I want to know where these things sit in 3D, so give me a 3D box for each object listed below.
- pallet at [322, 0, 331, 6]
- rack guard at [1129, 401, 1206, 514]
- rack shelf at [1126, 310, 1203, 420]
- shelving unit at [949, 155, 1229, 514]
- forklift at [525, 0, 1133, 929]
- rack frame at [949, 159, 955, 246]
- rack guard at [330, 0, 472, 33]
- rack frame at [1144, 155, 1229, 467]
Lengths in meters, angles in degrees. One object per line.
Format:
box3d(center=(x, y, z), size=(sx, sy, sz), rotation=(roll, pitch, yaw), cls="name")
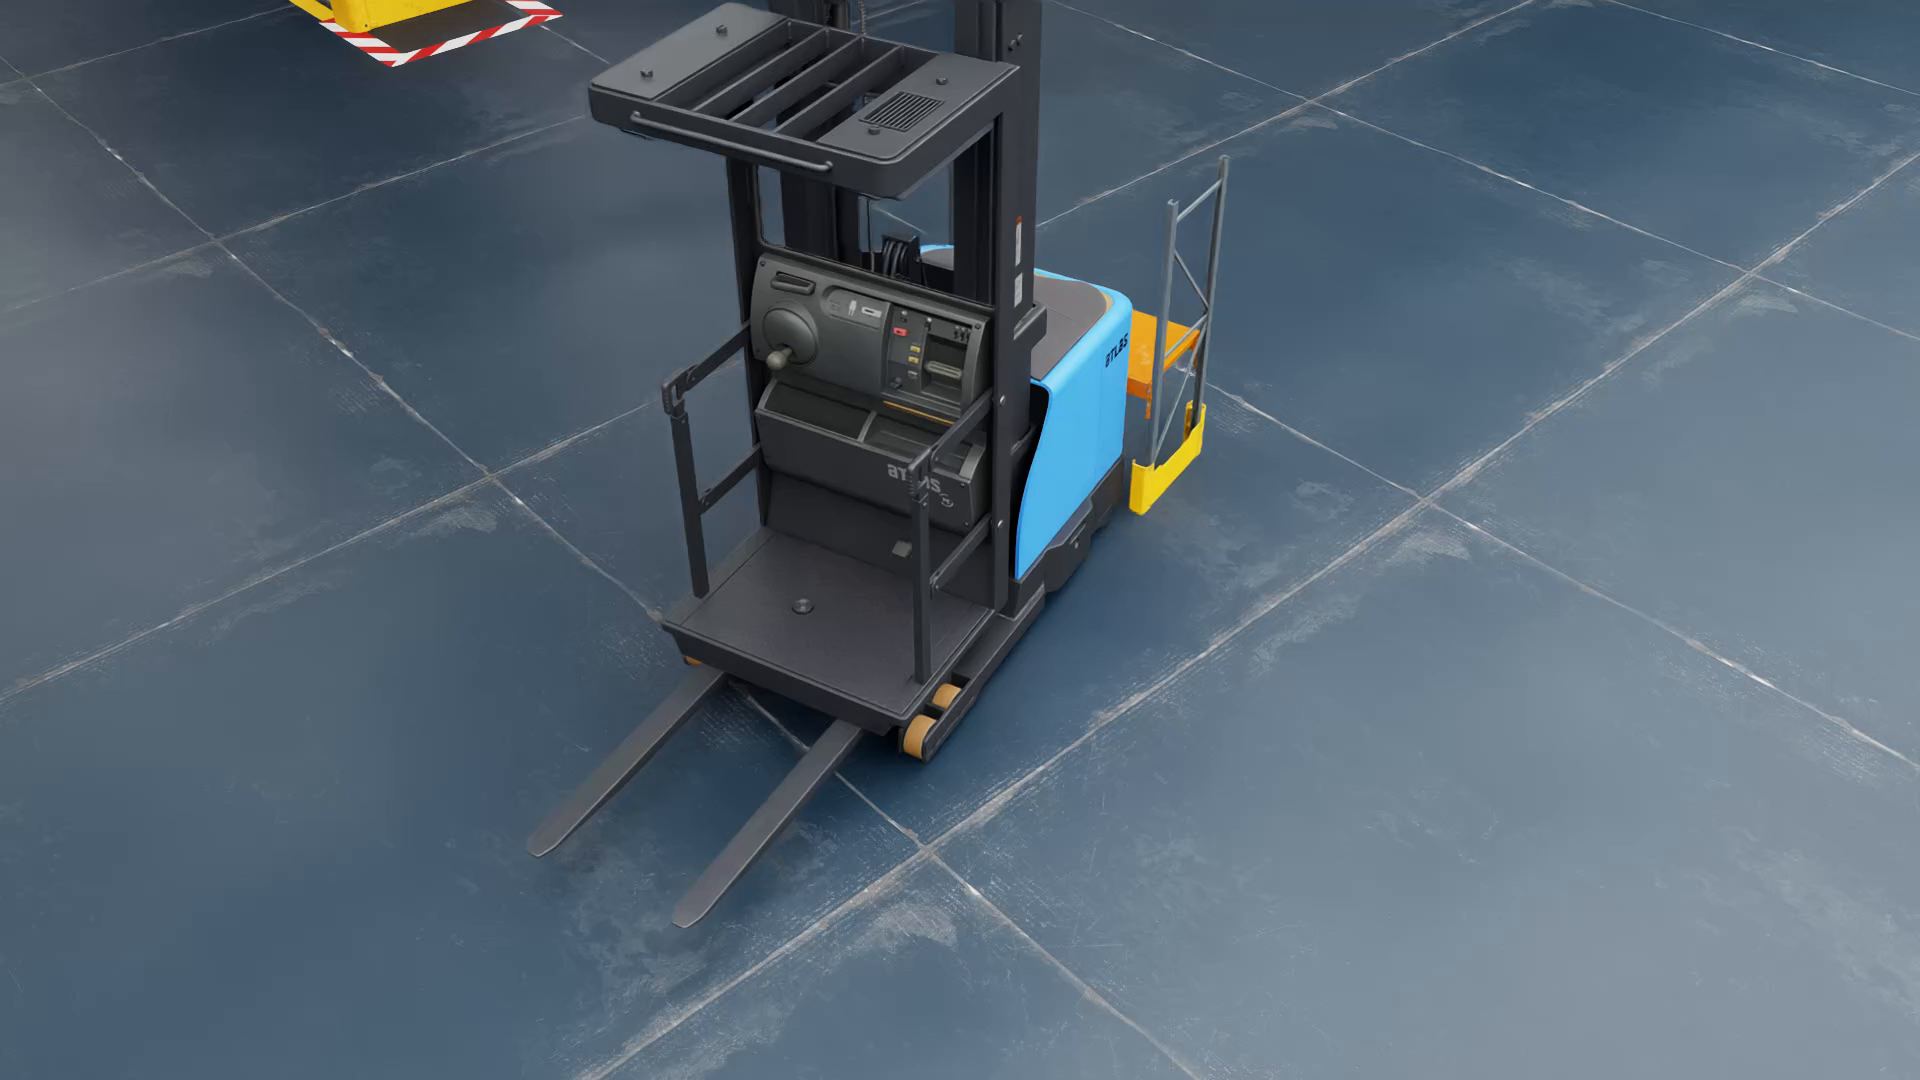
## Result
box3d(center=(-4.441, -4.333, 12.447), size=(1.003, 0.211, 1.213), rotation=(-30, 48, -32), cls="pallet")
box3d(center=(0.939, -0.379, 7.520), size=(0.087, 0.250, 0.587), rotation=(22, 44, 25), cls="rack guard")
box3d(center=(0.529, -0.892, 7.447), size=(1.000, 0.185, 0.538), rotation=(22, 44, 25), cls="rack shelf")
box3d(center=(0.521, -1.035, 7.338), size=(1.083, 1.500, 0.587), rotation=(22, 44, 25), cls="shelving unit")
box3d(center=(-0.437, -0.648, 5.720), size=(1.130, 2.935, 3.031), rotation=(19, 43, 22), cls="forklift")
box3d(center=(0.102, -1.205, 7.549), size=(0.032, 1.500, 0.500), rotation=(22, 44, 25), cls="rack frame")
box3d(center=(-3.918, -4.054, 11.872), size=(1.175, 0.500, 0.348), rotation=(-30, 48, -32), cls="rack guard")
box3d(center=(0.955, -0.859, 7.119), size=(0.032, 1.500, 0.500), rotation=(22, 44, 25), cls="rack frame")
